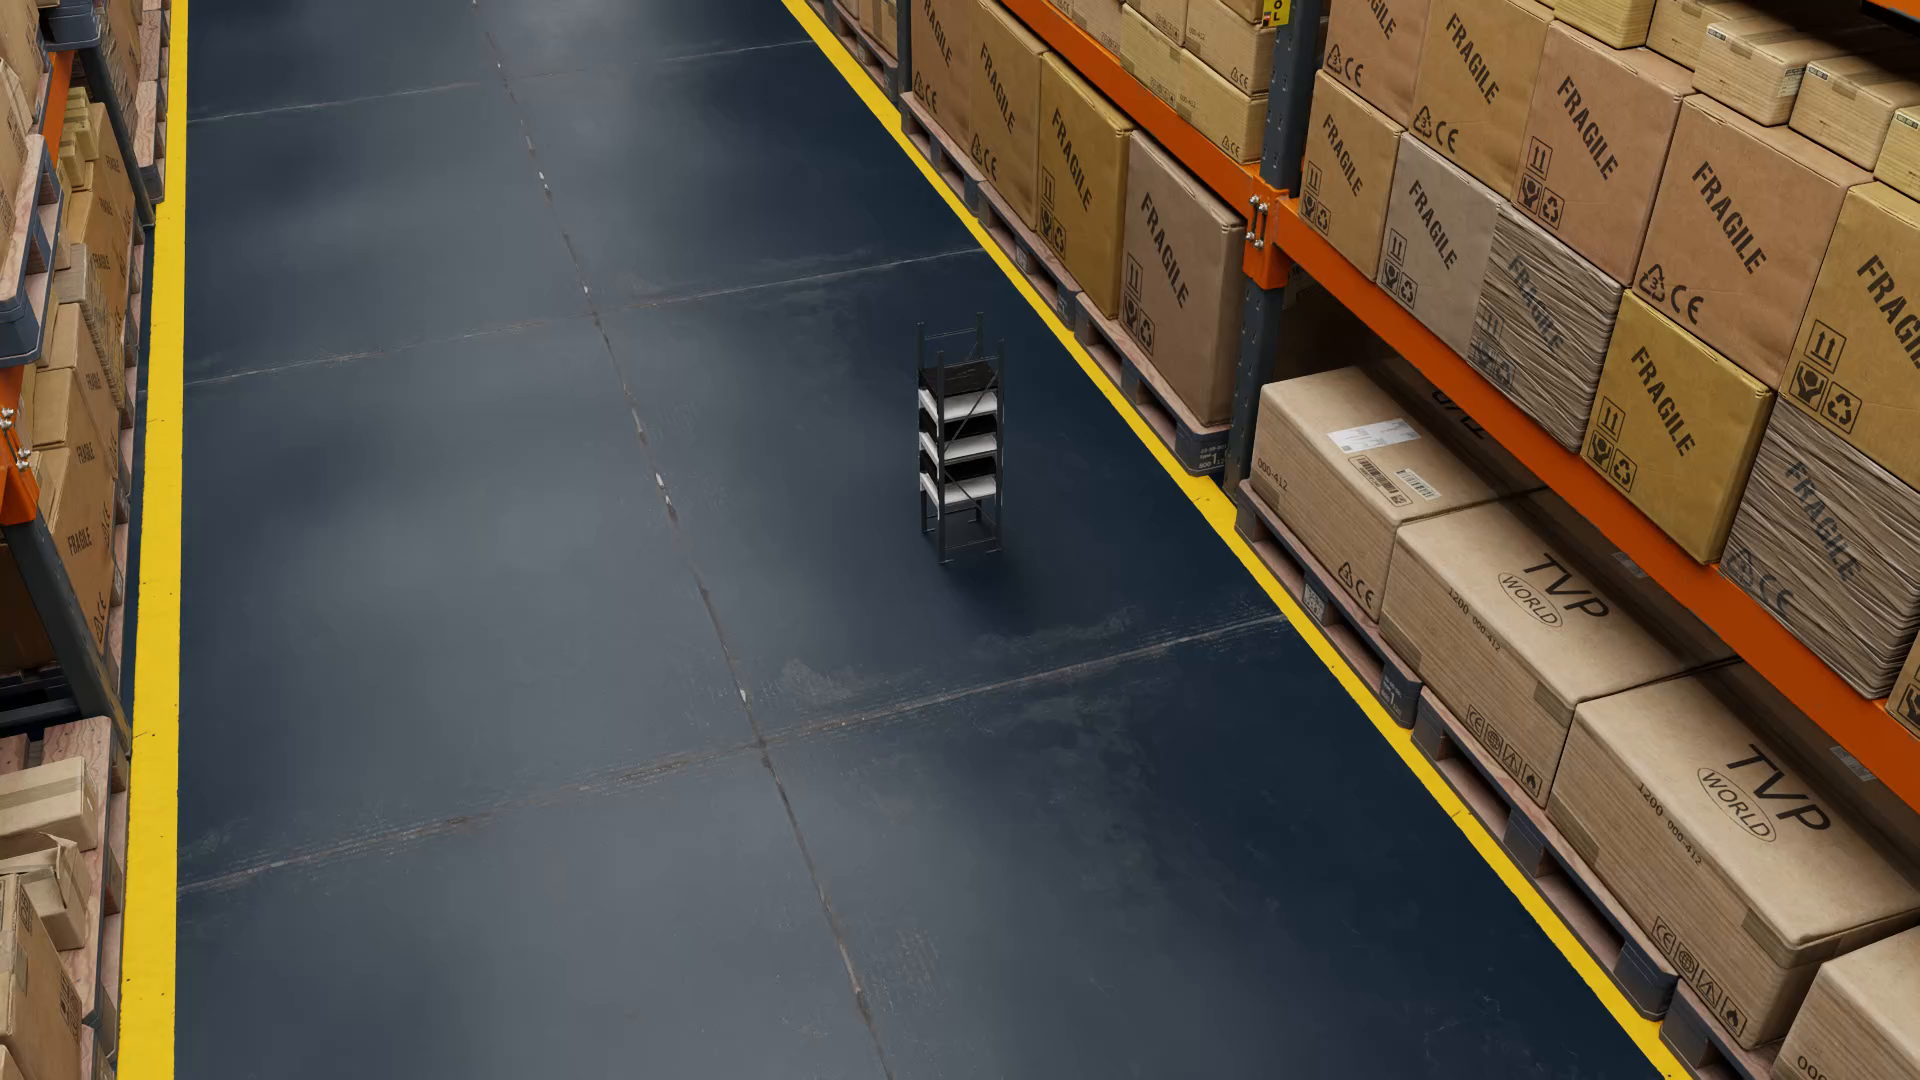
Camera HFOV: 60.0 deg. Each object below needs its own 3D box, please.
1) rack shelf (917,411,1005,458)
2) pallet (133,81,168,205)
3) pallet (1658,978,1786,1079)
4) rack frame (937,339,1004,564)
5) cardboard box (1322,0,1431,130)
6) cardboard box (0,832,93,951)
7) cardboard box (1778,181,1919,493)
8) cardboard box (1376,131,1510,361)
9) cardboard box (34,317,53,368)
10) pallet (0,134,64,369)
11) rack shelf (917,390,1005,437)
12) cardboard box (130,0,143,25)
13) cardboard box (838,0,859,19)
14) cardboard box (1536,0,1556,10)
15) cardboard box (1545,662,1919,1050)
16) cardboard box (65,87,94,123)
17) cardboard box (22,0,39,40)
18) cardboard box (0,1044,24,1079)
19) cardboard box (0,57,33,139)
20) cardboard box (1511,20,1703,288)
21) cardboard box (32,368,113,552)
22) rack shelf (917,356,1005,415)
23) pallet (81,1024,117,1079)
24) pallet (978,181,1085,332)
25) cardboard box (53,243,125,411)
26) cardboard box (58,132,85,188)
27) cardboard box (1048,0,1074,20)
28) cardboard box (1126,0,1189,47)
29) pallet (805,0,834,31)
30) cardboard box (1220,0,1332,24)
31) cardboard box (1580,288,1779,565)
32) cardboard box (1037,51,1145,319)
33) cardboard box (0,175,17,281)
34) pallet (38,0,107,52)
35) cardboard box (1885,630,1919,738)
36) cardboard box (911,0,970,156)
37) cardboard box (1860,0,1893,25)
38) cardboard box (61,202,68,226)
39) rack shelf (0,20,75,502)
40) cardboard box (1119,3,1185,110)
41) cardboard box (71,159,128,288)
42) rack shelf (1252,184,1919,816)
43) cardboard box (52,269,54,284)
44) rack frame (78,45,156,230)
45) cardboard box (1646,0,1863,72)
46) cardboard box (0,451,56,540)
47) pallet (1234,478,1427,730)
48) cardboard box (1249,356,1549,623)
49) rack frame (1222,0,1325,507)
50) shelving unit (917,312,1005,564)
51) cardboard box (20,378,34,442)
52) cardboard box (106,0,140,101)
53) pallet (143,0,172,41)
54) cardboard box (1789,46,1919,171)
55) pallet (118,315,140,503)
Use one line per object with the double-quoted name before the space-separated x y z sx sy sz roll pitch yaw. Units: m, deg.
"rack shelf" 0.003 -0.400 5.939 0.258 0.077 0.200 -12 39 -16
"pallet" -4.767 -2.051 8.798 1.003 0.211 1.213 -12 39 -16
"pallet" 2.543 1.476 4.115 1.003 0.211 1.213 -12 39 -16
"rack frame" 0.038 -0.297 5.897 0.240 0.900 0.006 -12 39 -16
"cardboard box" 1.452 -1.582 4.943 0.500 0.500 0.500 -12 39 -16
"cardboard box" -2.553 0.948 4.422 0.396 0.266 0.258 -11 38 -14
"cardboard box" 2.128 -0.434 3.419 0.500 0.500 0.500 -13 39 -16
"cardboard box" 1.600 -0.897 4.865 0.500 0.500 0.500 -12 39 -16
"cardboard box" -3.442 -0.702 5.879 0.380 0.149 0.250 -13 39 -16
"pallet" -3.316 -0.829 5.018 1.003 0.211 1.213 -12 39 -16
"rack shelf" 0.003 -0.472 5.885 0.258 0.077 0.200 -12 39 -16
"cardboard box" -5.447 -3.438 9.946 0.875 0.625 0.625 -13 39 -16
"cardboard box" -0.308 -3.576 10.340 0.950 0.372 0.625 -13 39 -17
"cardboard box" 1.639 -1.498 4.292 0.380 0.149 0.250 -13 39 -16
"cardboard box" 2.248 0.786 4.494 0.875 0.438 0.875 -11 38 -15
"cardboard box" -4.113 -1.894 7.460 0.380 0.149 0.250 -14 39 -18
"cardboard box" -3.785 -2.017 6.000 0.797 0.503 0.637 -13 39 -17
"cardboard box" -2.235 1.483 3.517 0.500 0.500 0.500 -12 39 -15
"cardboard box" -3.262 -1.410 5.392 0.396 0.266 0.258 -11 38 -14
"cardboard box" 1.786 -1.004 4.175 0.500 0.500 0.500 -12 39 -15
"cardboard box" -3.292 -0.220 5.778 0.500 0.500 0.500 -13 39 -17
"rack shelf" 0.003 -0.544 5.831 0.258 0.077 0.200 -12 39 -16
"pallet" -2.485 1.760 3.738 1.003 0.211 1.213 -12 39 -16
"pallet" 0.756 -1.459 8.011 1.003 0.211 1.213 -12 39 -16
"cardboard box" -3.632 -0.797 6.544 0.500 0.500 0.500 -14 39 -18
"cardboard box" -3.940 -1.588 7.054 0.380 0.149 0.250 -14 39 -17
"cardboard box" 0.613 -2.471 7.162 0.500 0.250 0.500 -12 39 -16
"cardboard box" 0.956 -2.081 6.229 0.500 0.250 0.500 -12 38 -15
"pallet" -0.545 -3.738 11.036 1.003 0.211 1.213 -12 39 -16
"cardboard box" 1.126 -2.102 5.633 0.500 0.500 0.500 -11 38 -14
"cardboard box" 1.943 -0.324 4.104 0.500 0.500 0.500 -11 38 -15
"cardboard box" 0.909 -1.623 7.329 0.875 0.875 0.875 -11 38 -15
"cardboard box" -3.100 -0.959 4.598 0.700 0.500 0.500 -11 38 -15
"pallet" -4.221 -2.247 6.899 1.213 0.211 1.003 -12 39 -16
"cardboard box" 2.319 0.253 3.337 0.500 0.500 0.500 -13 39 -17
"cardboard box" 0.299 -2.633 8.670 0.875 0.875 0.875 -13 39 -16
"cardboard box" 2.301 -1.317 4.052 0.380 0.149 0.250 -13 39 -17
"cardboard box" -3.806 -1.289 6.657 0.380 0.149 0.250 -13 39 -17
"rack shelf" -3.832 -1.275 6.047 1.077 0.370 4.000 -12 39 -16
"cardboard box" 0.950 -1.891 6.392 0.500 0.250 0.500 -13 39 -17
"cardboard box" -4.011 -1.382 7.320 0.500 0.500 0.500 -13 39 -17
"rack shelf" 2.204 -0.045 4.414 1.077 0.370 4.000 -12 39 -16
"cardboard box" -3.646 -0.989 6.260 0.380 0.149 0.250 -12 39 -16
"rack frame" -4.520 -2.692 7.330 1.000 3.000 0.127 -12 39 -16
"cardboard box" 1.867 -1.217 3.919 0.380 0.149 0.250 -13 39 -16
"cardboard box" -3.017 -0.118 5.103 0.380 0.149 0.250 -11 38 -14
"pallet" 1.704 0.098 5.945 1.003 0.211 1.213 -12 39 -16
"cardboard box" 1.631 -0.229 5.842 0.875 0.438 0.875 -13 39 -17
"rack frame" 1.515 -1.462 5.698 1.000 3.000 0.127 -12 39 -16
"shelving unit" 0.003 -0.355 5.973 0.258 0.900 0.210 -12 39 -16
"cardboard box" -3.284 -0.401 5.479 0.380 0.149 0.250 -14 39 -18
"cardboard box" -4.954 -2.634 8.878 0.875 0.625 0.625 -11 38 -14
"pallet" -5.607 -3.429 10.627 1.003 0.211 1.213 -12 39 -16
"cardboard box" 2.017 -0.924 3.530 0.380 0.149 0.250 -11 38 -14
"pallet" -3.883 -0.460 6.686 1.003 0.211 1.213 -12 39 -16
